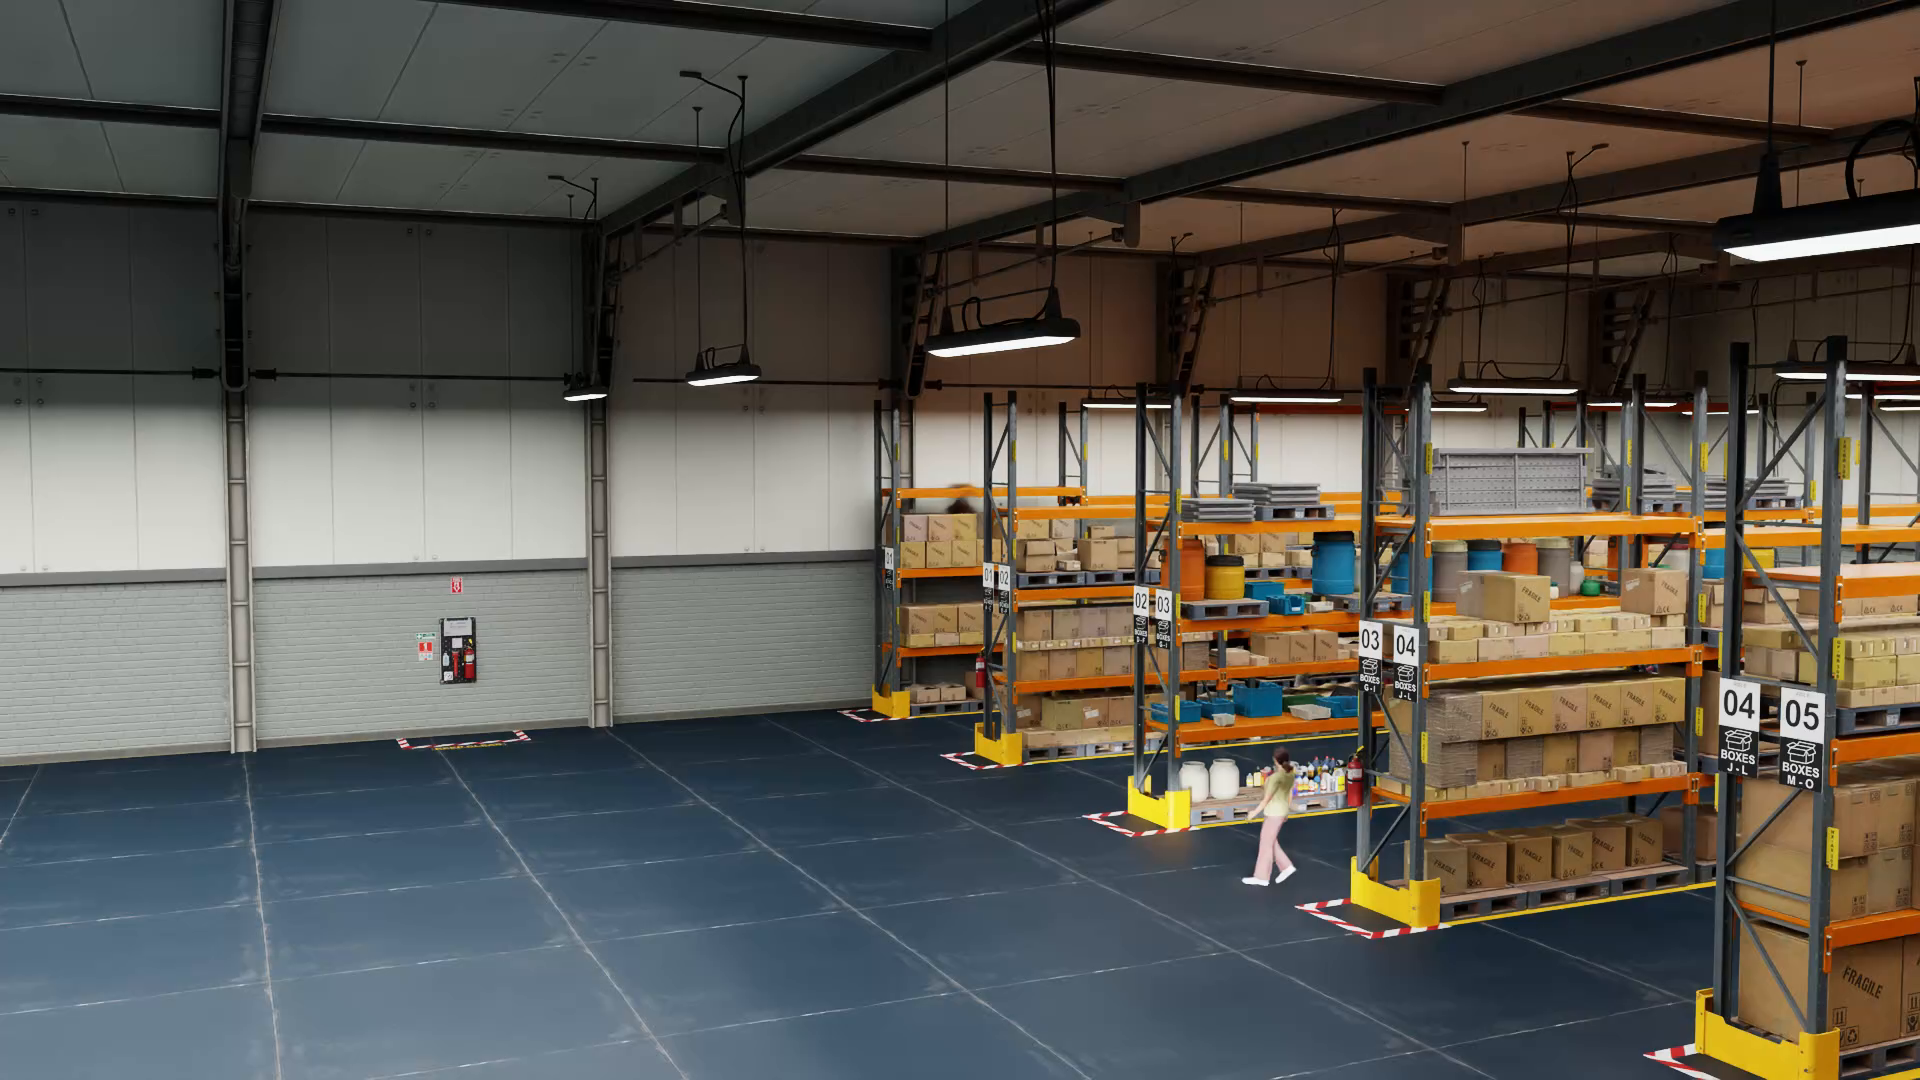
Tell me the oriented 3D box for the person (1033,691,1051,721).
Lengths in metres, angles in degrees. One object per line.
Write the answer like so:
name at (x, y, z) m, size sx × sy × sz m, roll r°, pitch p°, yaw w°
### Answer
person at (1.432, 2.622, 29.368) m, size 0.468 × 1.740 × 0.563 m, roll 2°, pitch 4°, yaw 30°

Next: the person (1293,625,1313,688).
person at (6.767, 2.364, 33.145) m, size 0.994 × 1.722 × 0.643 m, roll -2°, pitch 4°, yaw -30°

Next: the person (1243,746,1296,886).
person at (3.605, 3.206, 19.363) m, size 0.600 × 1.656 × 0.514 m, roll 2°, pitch 4°, yaw 27°
